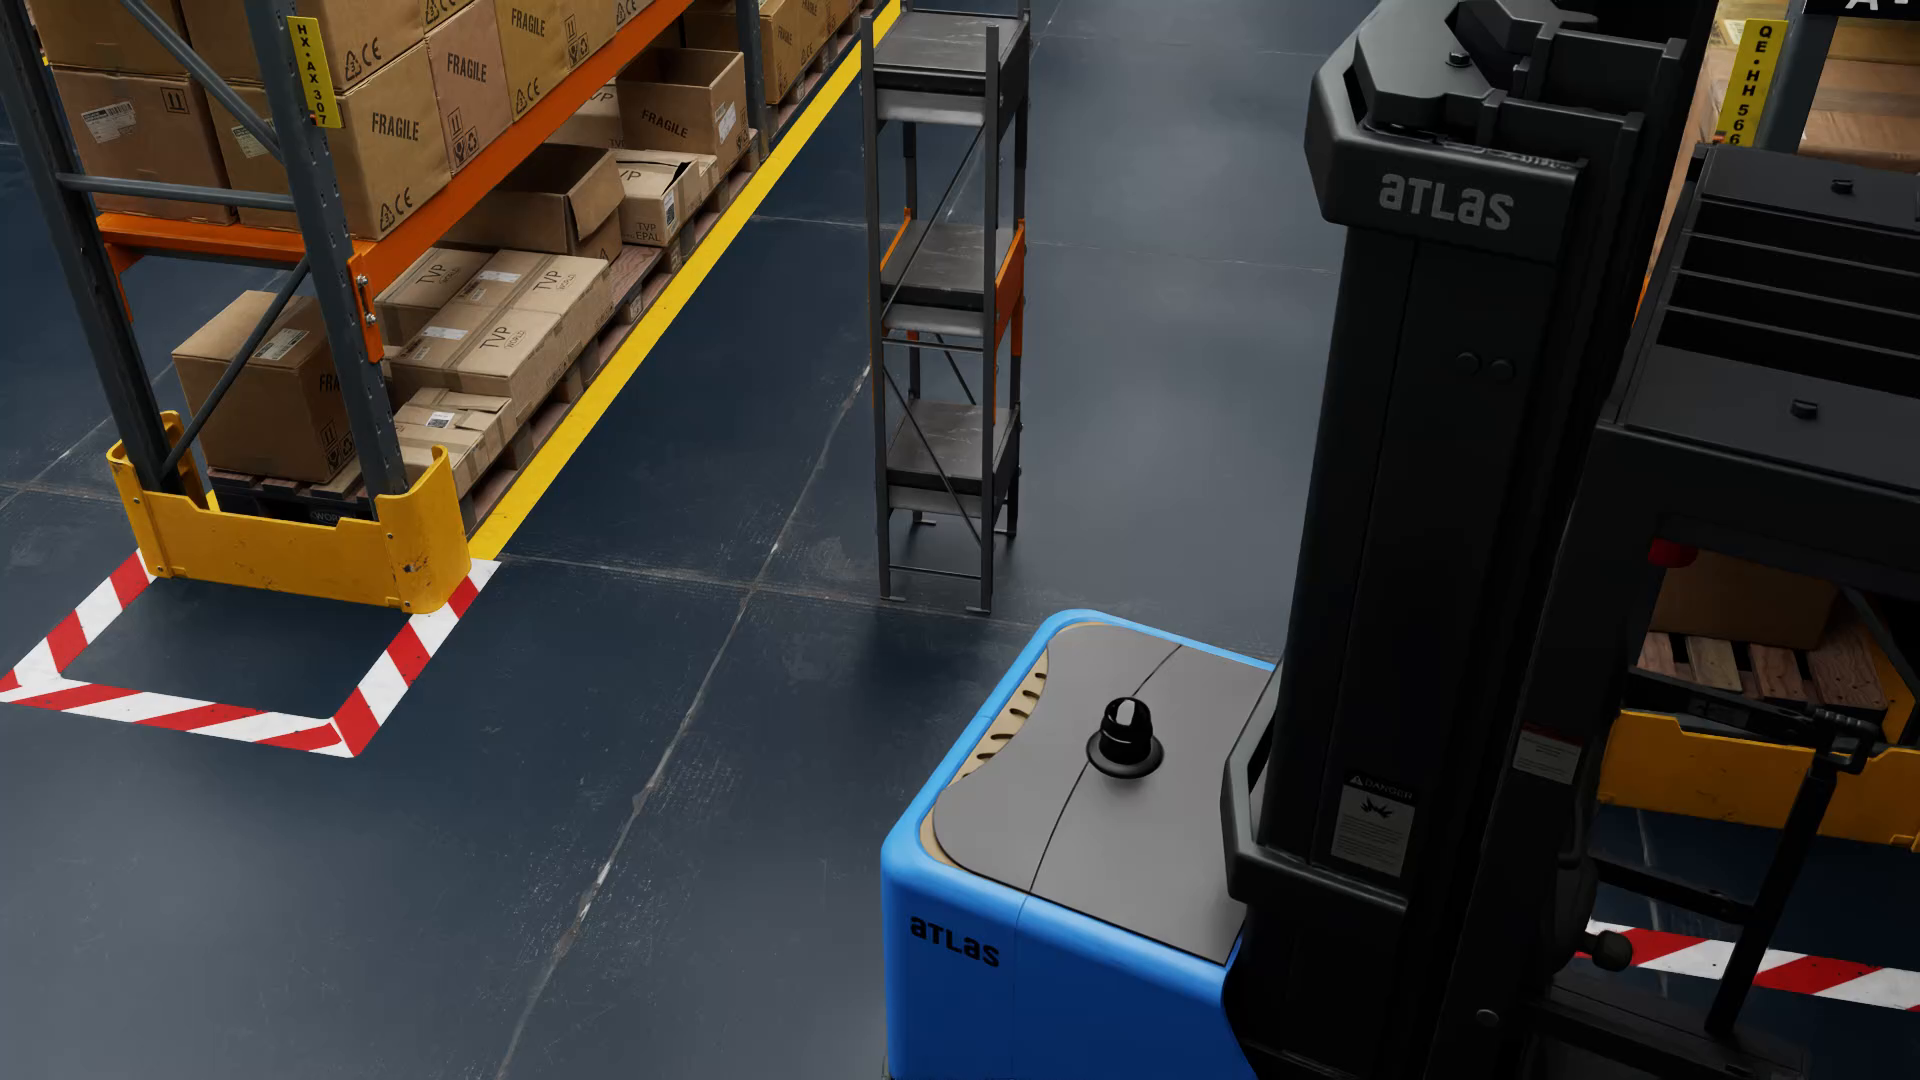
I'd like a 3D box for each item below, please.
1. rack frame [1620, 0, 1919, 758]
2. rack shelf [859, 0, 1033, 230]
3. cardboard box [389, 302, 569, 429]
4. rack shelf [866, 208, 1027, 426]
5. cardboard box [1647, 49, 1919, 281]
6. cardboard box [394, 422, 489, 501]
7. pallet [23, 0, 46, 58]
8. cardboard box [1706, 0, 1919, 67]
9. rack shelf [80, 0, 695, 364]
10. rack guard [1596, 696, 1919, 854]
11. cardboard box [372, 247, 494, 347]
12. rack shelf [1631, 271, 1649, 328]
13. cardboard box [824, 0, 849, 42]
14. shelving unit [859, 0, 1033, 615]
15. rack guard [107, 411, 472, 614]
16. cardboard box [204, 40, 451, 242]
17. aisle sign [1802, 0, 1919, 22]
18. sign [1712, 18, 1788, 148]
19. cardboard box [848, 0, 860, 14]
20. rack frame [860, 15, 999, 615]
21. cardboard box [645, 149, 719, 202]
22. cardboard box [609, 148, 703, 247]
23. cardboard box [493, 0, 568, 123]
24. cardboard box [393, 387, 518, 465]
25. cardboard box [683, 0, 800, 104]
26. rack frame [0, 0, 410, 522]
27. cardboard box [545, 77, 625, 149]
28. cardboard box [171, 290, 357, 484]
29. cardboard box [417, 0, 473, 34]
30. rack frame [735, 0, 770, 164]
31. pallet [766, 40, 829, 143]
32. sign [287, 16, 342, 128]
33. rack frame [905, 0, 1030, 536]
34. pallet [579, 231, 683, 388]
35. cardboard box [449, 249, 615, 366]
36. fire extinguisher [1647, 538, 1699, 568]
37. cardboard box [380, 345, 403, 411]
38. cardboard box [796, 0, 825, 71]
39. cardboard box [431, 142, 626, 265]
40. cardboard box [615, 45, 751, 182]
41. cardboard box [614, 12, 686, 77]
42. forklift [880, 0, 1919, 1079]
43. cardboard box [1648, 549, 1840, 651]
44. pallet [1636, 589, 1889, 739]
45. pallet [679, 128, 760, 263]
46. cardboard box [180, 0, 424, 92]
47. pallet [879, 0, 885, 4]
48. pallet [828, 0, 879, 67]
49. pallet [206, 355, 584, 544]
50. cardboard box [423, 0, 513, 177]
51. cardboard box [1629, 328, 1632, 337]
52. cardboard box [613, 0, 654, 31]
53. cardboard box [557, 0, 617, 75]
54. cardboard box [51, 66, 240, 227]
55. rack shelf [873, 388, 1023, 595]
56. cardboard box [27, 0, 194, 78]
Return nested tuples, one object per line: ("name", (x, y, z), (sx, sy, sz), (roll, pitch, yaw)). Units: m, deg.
("rack frame", (2.434, -0.453, 4.319), (1.000, 3.000, 0.127), (7, 37, 10))
("rack shelf", (-0.035, -1.311, 5.100), (0.431, 0.518, 0.480), (7, 37, 10))
("cardboard box", (-1.906, -0.699, 6.627), (0.500, 0.250, 0.500), (7, 37, 10))
("rack shelf", (-0.035, -0.744, 5.511), (0.431, 0.518, 0.480), (7, 37, 10))
("cardboard box", (2.533, -0.868, 4.636), (0.980, 0.700, 0.700), (9, 37, 12))
("cardboard box", (-1.981, -0.293, 6.152), (0.380, 0.149, 0.250), (7, 37, 10))
("pallet", (-6.184, -3.296, 10.618), (1.003, 0.211, 1.213), (7, 37, 10))
("cardboard box", (2.678, -1.287, 5.214), (0.980, 0.700, 0.700), (7, 37, 10))
("rack shelf", (-1.979, -1.927, 6.966), (1.077, 0.370, 4.000), (7, 37, 10))
("rack guard", (2.429, 0.573, 5.034), (1.175, 0.500, 0.348), (7, 37, 10))
("cardboard box", (-2.298, -1.020, 7.070), (0.500, 0.250, 0.500), (7, 37, 10))
("rack shelf", (2.861, -1.308, 6.112), (1.077, 0.370, 4.000), (7, 37, 10))
("cardboard box", (-0.993, -3.371, 10.100), (0.500, 0.500, 0.500), (8, 37, 11))
("shelving unit", (-0.035, -0.755, 5.503), (0.431, 2.100, 0.503), (7, 37, 10))
("rack guard", (-2.390, -0.103, 5.966), (1.175, 0.500, 0.348), (7, 37, 10))
("cardboard box", (-2.054, -1.334, 5.449), (0.500, 0.500, 0.500), (8, 37, 11))
("aisle sign", (2.126, -1.502, 3.551), (0.394, 0.787, 0.004), (7, 37, 10))
("sign", (1.907, -1.094, 4.015), (0.100, 0.325, 0.005), (7, 37, 10))
("cardboard box", (-0.885, -3.660, 10.500), (0.500, 0.500, 0.500), (6, 36, 8))
("rack frame", (-0.087, -0.615, 5.310), (0.400, 2.100, 0.015), (7, 37, 10))
("cardboard box", (-1.418, -1.804, 8.238), (0.380, 0.149, 0.250), (7, 37, 10))
("cardboard box", (-1.556, -1.662, 7.904), (0.500, 0.311, 0.500), (7, 37, 10))
("cardboard box", (-1.839, -1.918, 6.254), (0.500, 0.500, 0.500), (7, 37, 10))
("cardboard box", (-1.927, -0.443, 6.345), (0.380, 0.166, 0.250), (7, 37, 10))
("cardboard box", (-1.210, -2.778, 9.282), (0.500, 0.500, 0.500), (6, 36, 8))
("rack frame", (-2.406, -1.072, 5.173), (1.000, 3.000, 0.127), (7, 37, 10))
("cardboard box", (-1.853, -2.241, 8.702), (0.500, 0.311, 0.500), (7, 37, 10))
("cardboard box", (-2.530, -0.580, 6.250), (0.500, 0.500, 0.500), (7, 37, 10))
("cardboard box", (-1.949, -2.039, 5.570), (0.500, 0.500, 0.500), (8, 37, 10))
("rack frame", (-1.552, -3.365, 8.337), (1.000, 3.000, 0.127), (7, 37, 10))
("pallet", (-1.415, -2.707, 9.805), (1.003, 0.211, 1.213), (7, 37, 10))
("sign", (-1.876, -1.354, 4.825), (0.100, 0.325, 0.005), (7, 37, 10))
("rack frame", (0.017, -0.895, 5.696), (0.400, 2.100, 0.015), (7, 37, 10))
("pallet", (-1.958, -1.141, 7.644), (1.003, 0.211, 1.213), (7, 37, 10))
("cardboard box", (-1.799, -0.986, 7.023), (0.500, 0.250, 0.500), (7, 37, 10))
("fire extinguisher", (1.951, -0.242, 4.412), (0.296, 0.674, 0.183), (7, 37, 10))
("cardboard box", (-2.356, -0.666, 6.653), (0.380, 0.166, 0.250), (7, 37, 10))
("cardboard box", (-1.107, -3.085, 9.706), (0.500, 0.500, 0.500), (8, 37, 11))
("cardboard box", (-1.948, -1.455, 7.453), (0.797, 0.503, 0.637), (7, 37, 10))
("cardboard box", (-1.396, -2.169, 8.442), (0.500, 0.500, 0.500), (7, 37, 10))
("cardboard box", (-1.726, -2.850, 9.381), (0.500, 0.500, 0.500), (7, 37, 10))
("forklift", (1.366, 0.474, 3.098), (3.031, 2.935, 1.130), (16, 39, 21))
("cardboard box", (2.486, -0.025, 5.500), (0.700, 0.500, 0.500), (7, 37, 10))
("pallet", (2.529, 0.208, 5.783), (1.003, 0.211, 1.213), (7, 37, 10))
("pallet", (-1.699, -1.842, 8.612), (1.003, 0.211, 1.213), (7, 37, 10))
("cardboard box", (-2.054, -1.739, 5.155), (0.500, 0.500, 0.500), (8, 37, 11))
("pallet", (-0.894, -4.106, 11.735), (1.003, 0.211, 1.213), (7, 37, 10))
("pallet", (-1.156, -3.409, 10.773), (1.003, 0.211, 1.213), (7, 37, 10))
("pallet", (-2.220, -0.443, 6.682), (1.003, 0.211, 1.213), (7, 37, 10))
("cardboard box", (-1.949, -1.630, 5.858), (0.500, 0.500, 0.500), (7, 37, 10))
("cardboard box", (2.700, -0.600, 6.294), (0.700, 0.500, 0.500), (6, 36, 8))
("cardboard box", (-1.624, -2.496, 7.053), (0.500, 0.500, 0.500), (8, 37, 11))
("cardboard box", (-1.730, -2.204, 6.650), (0.500, 0.500, 0.500), (8, 37, 11))
("cardboard box", (-2.576, -1.403, 5.545), (0.500, 0.500, 0.500), (8, 37, 11))
("rack shelf", (-0.035, -0.177, 5.922), (0.431, 0.518, 0.480), (7, 37, 10))
("cardboard box", (-2.580, -1.807, 5.250), (0.500, 0.500, 0.500), (7, 37, 10))
